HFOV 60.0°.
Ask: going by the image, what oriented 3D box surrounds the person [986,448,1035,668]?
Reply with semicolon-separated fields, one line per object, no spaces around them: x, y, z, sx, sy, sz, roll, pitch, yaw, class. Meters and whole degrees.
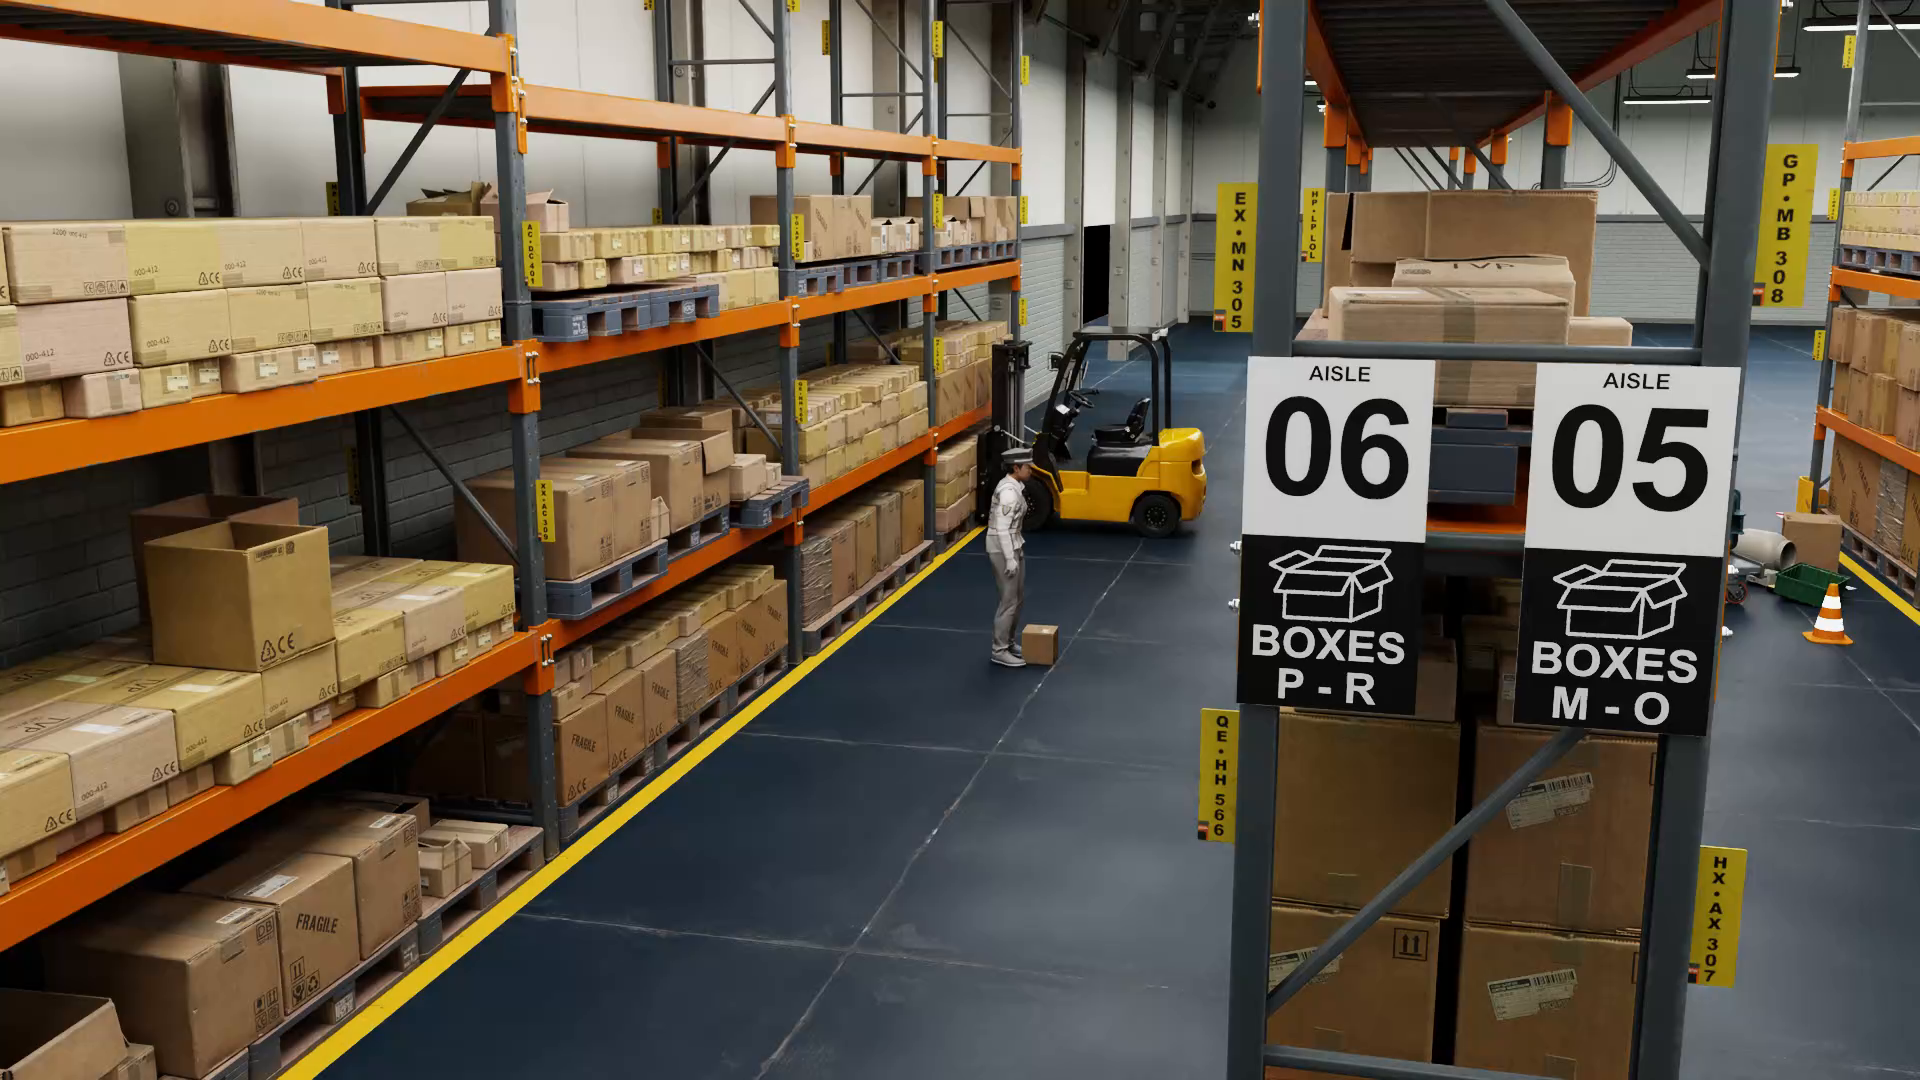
0.391;0.111;12.889;0.370;1.667;0.547;2;12;11;person
